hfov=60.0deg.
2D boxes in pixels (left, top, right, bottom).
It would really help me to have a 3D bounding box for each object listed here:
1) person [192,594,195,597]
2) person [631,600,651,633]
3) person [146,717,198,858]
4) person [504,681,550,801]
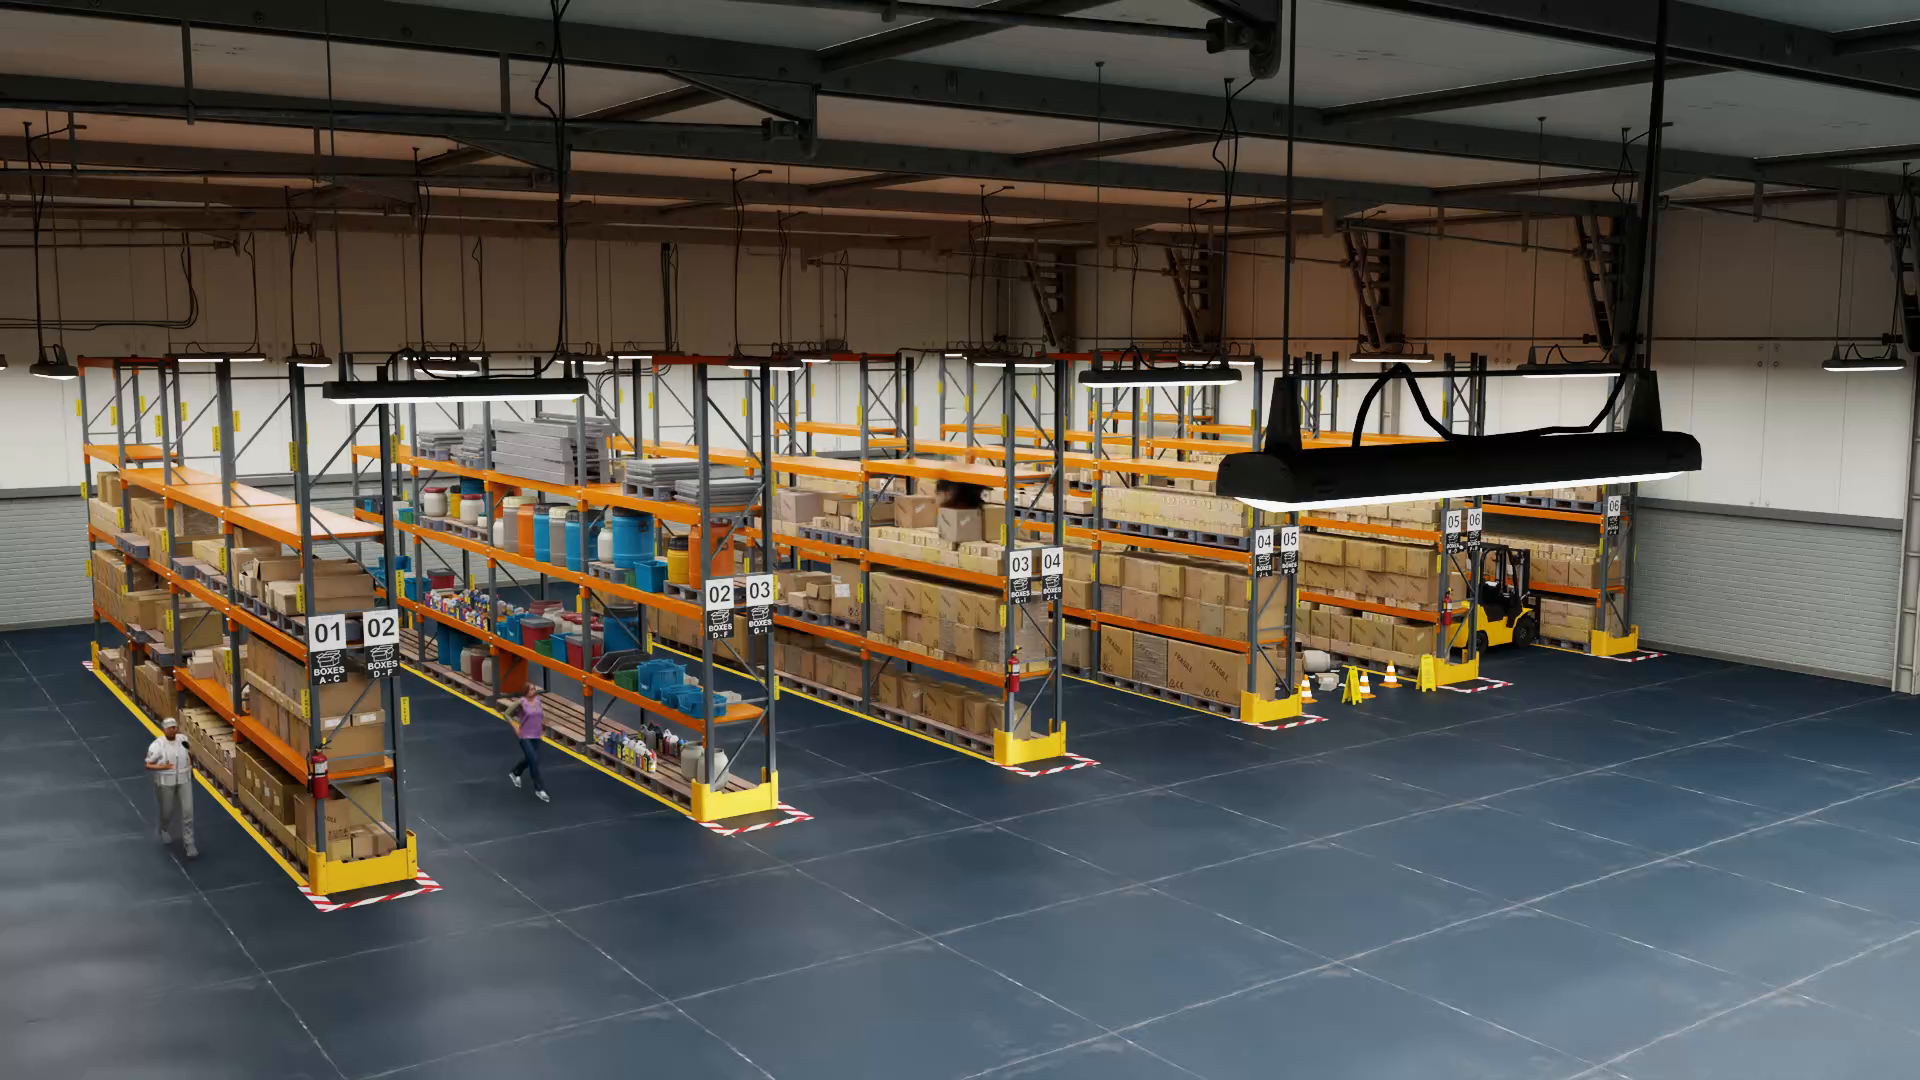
[{"bbox_3d":[-15.126,1.536,33.309,0.506,1.527,0.561,2,7,18],"label":"person"},{"bbox_3d":[-5.883,1.864,30.215,0.870,1.619,0.619,7,10,43],"label":"person"},{"bbox_3d":[-9.713,3.012,20.517,0.604,1.688,0.893,-6,9,-39],"label":"person"},{"bbox_3d":[-5.963,2.753,22.989,0.871,1.598,0.539,5,8,35],"label":"person"}]
